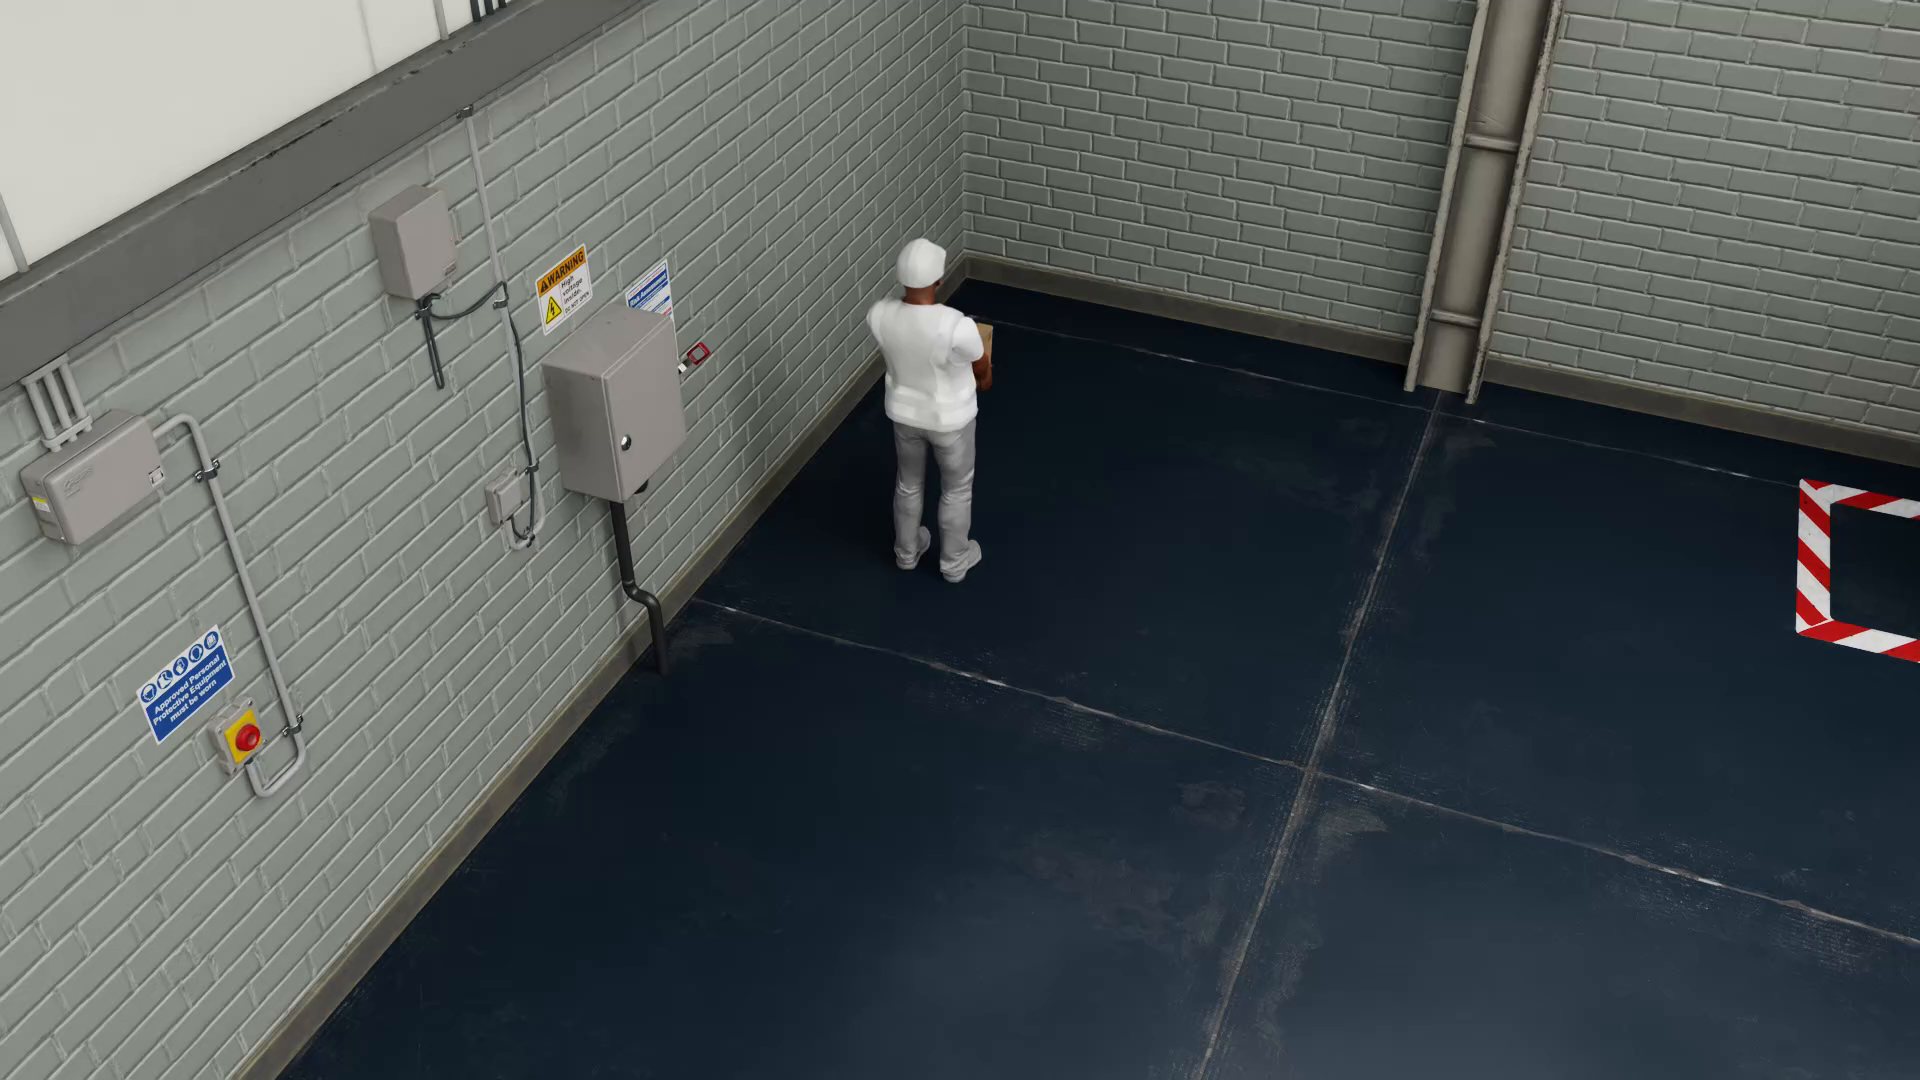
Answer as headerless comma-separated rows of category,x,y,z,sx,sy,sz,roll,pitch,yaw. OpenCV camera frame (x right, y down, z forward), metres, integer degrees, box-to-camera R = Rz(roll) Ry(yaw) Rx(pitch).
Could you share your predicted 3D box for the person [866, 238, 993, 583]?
person,-0.103,-0.639,7.644,0.504,1.760,0.585,15,40,19
